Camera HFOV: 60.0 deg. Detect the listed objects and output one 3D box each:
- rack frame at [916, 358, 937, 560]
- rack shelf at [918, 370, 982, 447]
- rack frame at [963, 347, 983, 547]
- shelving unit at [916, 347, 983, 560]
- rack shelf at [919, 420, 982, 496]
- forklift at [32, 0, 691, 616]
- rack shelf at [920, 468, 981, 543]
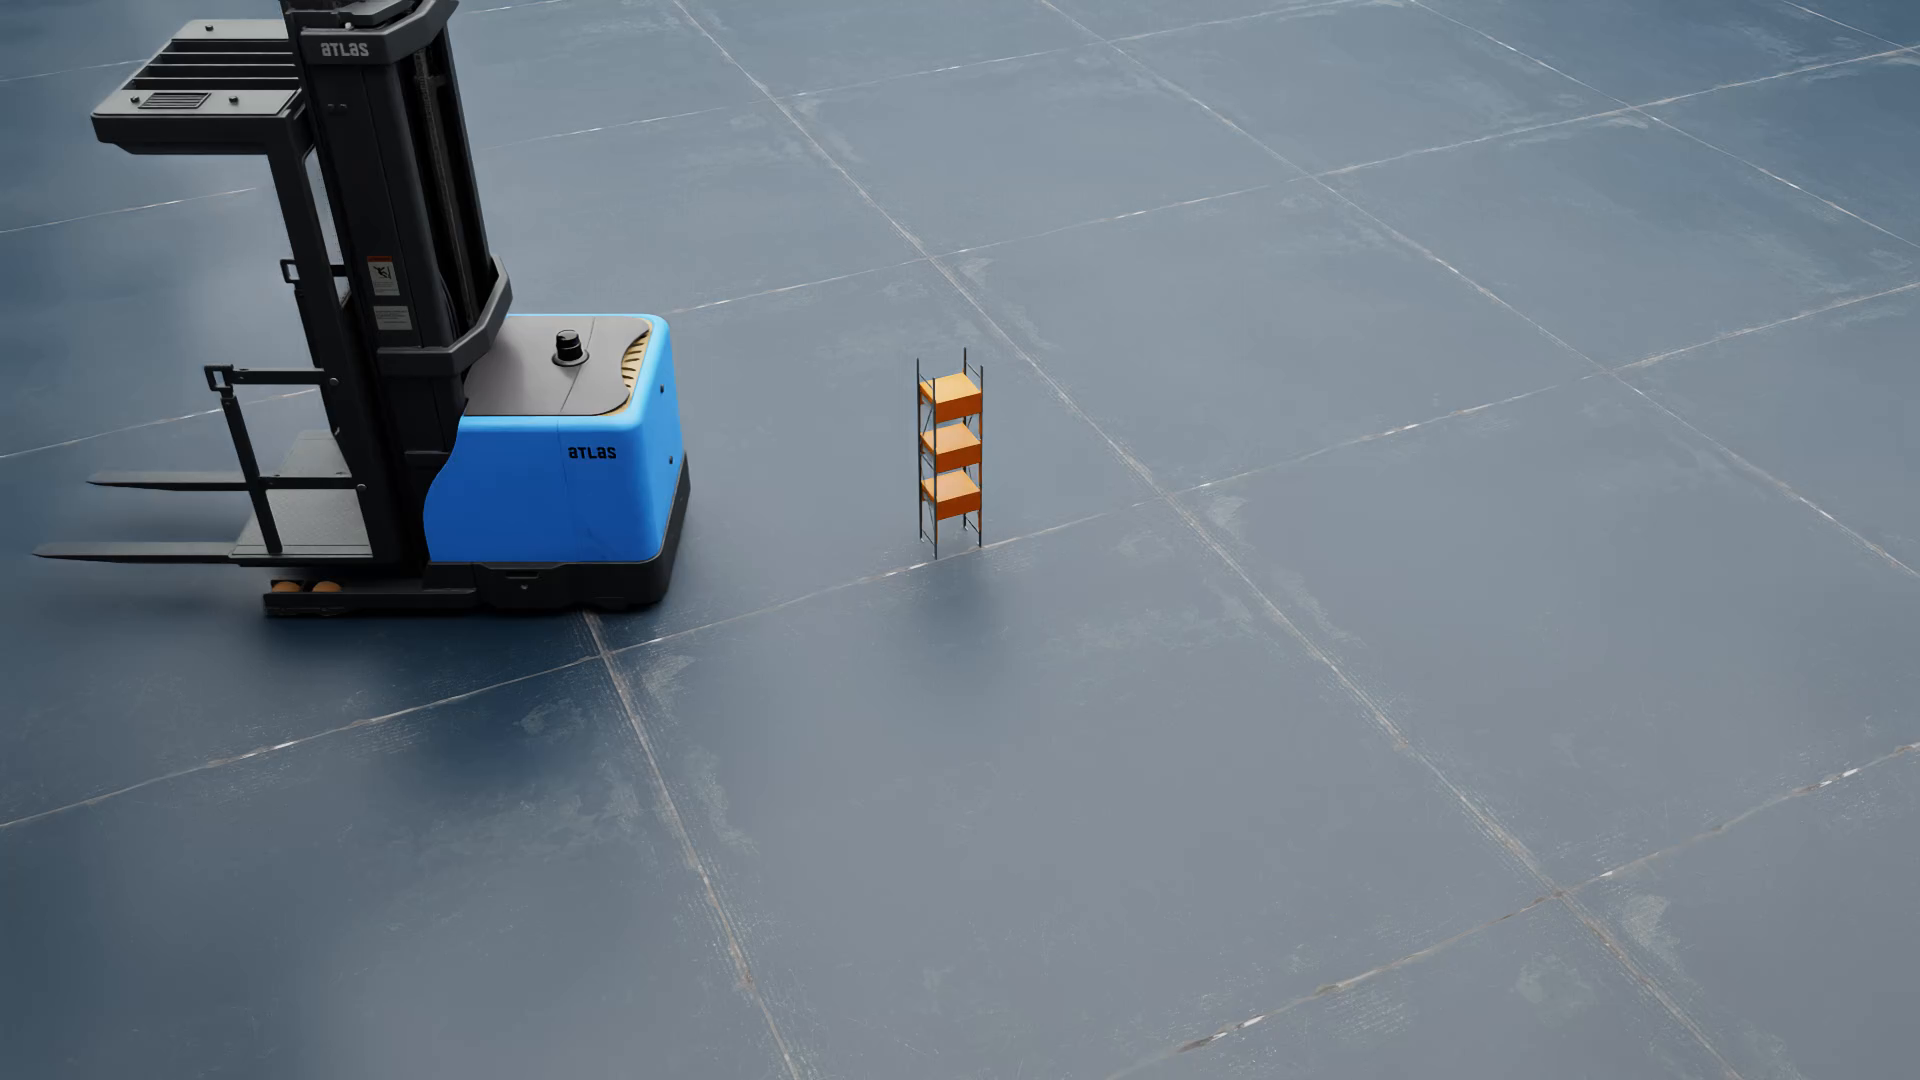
[{"bbox_3d":[-0.159,-0.377,8.020,0.008,1.050,0.200,-16,39,-20],"label":"rack frame"},{"bbox_3d":[-0.048,-0.628,7.899,0.240,0.259,0.215,-16,39,-20],"label":"rack shelf"},{"bbox_3d":[0.062,-0.439,8.104,0.008,1.050,0.200,-16,39,-20],"label":"rack frame"},{"bbox_3d":[-0.048,-0.408,8.062,0.252,1.050,0.215,-16,39,-20],"label":"shelving unit"},{"bbox_3d":[-0.048,-0.400,8.068,0.240,0.259,0.215,-16,39,-20],"label":"rack shelf"},{"bbox_3d":[-2.913,-1.131,7.457,3.031,2.935,1.130,0,37,0],"label":"forklift"},{"bbox_3d":[-0.048,-0.176,8.234,0.240,0.259,0.215,-16,39,-20],"label":"rack shelf"}]
